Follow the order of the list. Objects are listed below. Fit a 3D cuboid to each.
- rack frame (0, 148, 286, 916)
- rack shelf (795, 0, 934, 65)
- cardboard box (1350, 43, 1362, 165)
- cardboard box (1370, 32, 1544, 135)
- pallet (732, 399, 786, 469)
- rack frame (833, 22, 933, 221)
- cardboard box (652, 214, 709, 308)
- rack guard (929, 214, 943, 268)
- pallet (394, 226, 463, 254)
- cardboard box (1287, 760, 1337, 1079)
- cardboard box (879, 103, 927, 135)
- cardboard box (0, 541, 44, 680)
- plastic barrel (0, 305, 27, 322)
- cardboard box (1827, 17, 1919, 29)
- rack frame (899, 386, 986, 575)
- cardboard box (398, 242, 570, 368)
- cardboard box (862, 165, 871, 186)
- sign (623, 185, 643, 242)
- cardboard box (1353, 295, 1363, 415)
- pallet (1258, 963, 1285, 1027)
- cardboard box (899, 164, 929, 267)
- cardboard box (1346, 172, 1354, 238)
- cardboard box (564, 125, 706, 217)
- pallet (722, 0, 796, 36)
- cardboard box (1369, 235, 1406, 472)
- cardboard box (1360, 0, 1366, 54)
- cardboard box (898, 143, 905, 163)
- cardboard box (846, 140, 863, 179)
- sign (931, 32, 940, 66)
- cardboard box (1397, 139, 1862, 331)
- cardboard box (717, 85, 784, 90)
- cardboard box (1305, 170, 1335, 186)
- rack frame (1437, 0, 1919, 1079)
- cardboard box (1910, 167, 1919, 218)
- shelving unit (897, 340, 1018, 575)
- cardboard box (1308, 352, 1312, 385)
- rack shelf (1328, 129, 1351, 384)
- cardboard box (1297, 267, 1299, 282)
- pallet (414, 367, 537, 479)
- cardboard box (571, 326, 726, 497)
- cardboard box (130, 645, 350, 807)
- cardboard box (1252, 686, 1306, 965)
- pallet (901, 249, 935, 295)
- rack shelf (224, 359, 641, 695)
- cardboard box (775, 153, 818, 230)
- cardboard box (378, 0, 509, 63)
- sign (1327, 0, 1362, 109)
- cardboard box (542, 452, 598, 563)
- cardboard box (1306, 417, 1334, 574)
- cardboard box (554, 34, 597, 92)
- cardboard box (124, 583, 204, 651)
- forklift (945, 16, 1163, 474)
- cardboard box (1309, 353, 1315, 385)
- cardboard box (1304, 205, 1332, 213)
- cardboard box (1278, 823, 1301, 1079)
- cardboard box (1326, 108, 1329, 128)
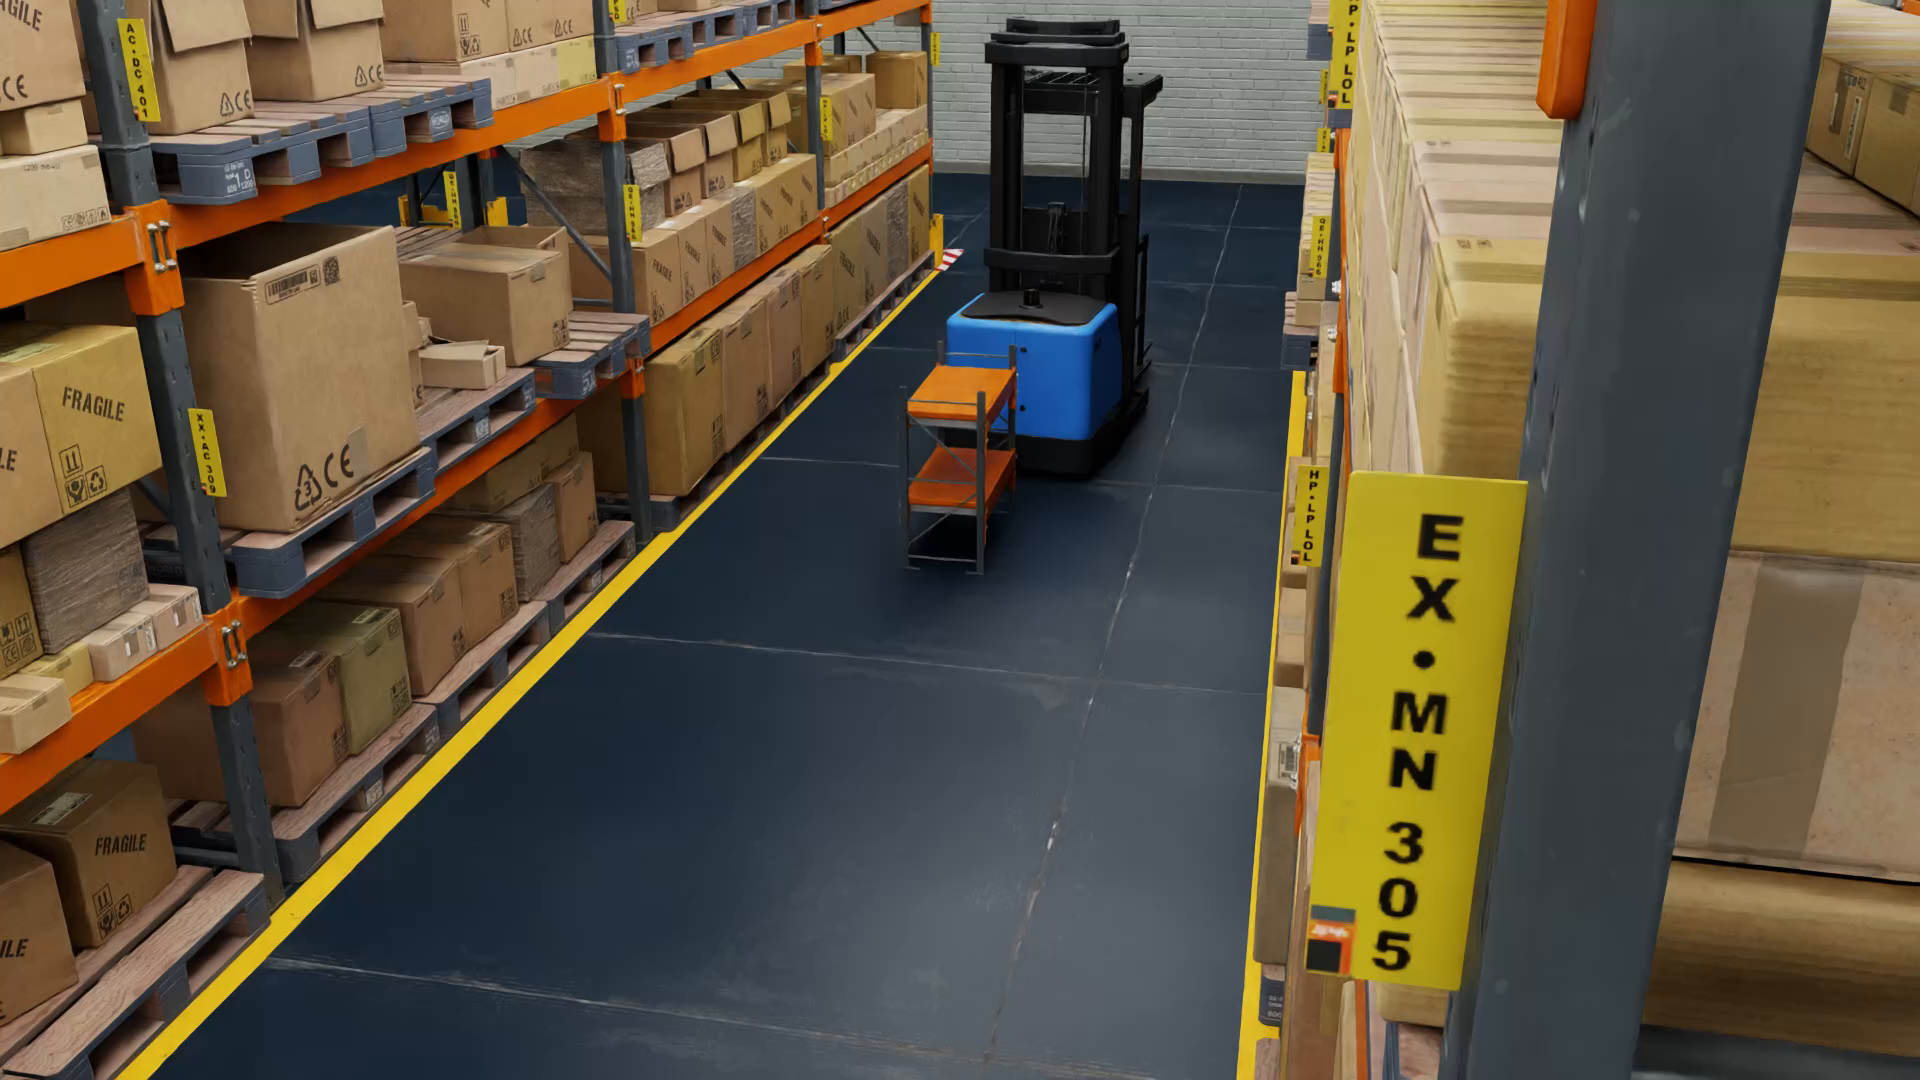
[{"bbox_3d":[-3.230,0.051,6.211,1.000,3.000,0.127,4,22,11],"label":"rack frame"},{"bbox_3d":[-1.190,-4.664,14.866,1.077,0.370,4.000,4,22,11],"label":"rack shelf"},{"bbox_3d":[1.231,-1.077,4.105,0.500,0.250,0.500,5,22,11],"label":"cardboard box"},{"bbox_3d":[0.887,-0.756,2.774,0.380,0.149,0.250,4,22,11],"label":"cardboard box"},{"bbox_3d":[-1.928,-0.846,12.171,1.003,0.211,1.213,4,22,11],"label":"pallet"},{"bbox_3d":[-0.782,-4.338,17.108,1.000,3.000,0.127,4,22,11],"label":"rack frame"},{"bbox_3d":[-1.946,-1.804,10.684,0.500,0.500,0.500,4,22,9],"label":"cardboard box"},{"bbox_3d":[-0.777,-3.187,17.597,1.175,0.500,0.348,4,22,11],"label":"rack guard"},{"bbox_3d":[-5.837,-3.123,17.825,1.003,0.211,1.213,4,22,11],"label":"pallet"},{"bbox_3d":[1.226,0.924,3.844,0.875,0.550,0.550,4,22,11],"label":"cardboard box"},{"bbox_3d":[-0.621,-4.208,16.591,0.500,0.250,0.500,4,22,10],"label":"cardboard box"},{"bbox_3d":[-3.519,0.207,5.293,0.875,0.500,0.500,4,22,11],"label":"cardboard box"},{"bbox_3d":[-6.949,-1.459,12.626,0.600,0.588,0.708,4,22,11],"label":"plastic barrel"},{"bbox_3d":[1.636,-0.891,3.109,0.380,0.149,0.250,5,22,11],"label":"cardboard box"},{"bbox_3d":[-0.102,-0.338,9.688,0.500,1.125,0.032,4,22,11],"label":"rack frame"},{"bbox_3d":[-2.501,-1.241,8.723,0.700,0.500,0.500,8,23,19],"label":"cardboard box"},{"bbox_3d":[-1.001,-3.223,14.678,0.380,0.149,0.250,4,22,10],"label":"cardboard box"},{"bbox_3d":[-1.881,-1.874,9.548,0.100,0.325,0.005,4,22,11],"label":"sign"},{"bbox_3d":[0.836,-0.292,2.689,0.380,0.149,0.250,5,22,12],"label":"cardboard box"},{"bbox_3d":[1.688,1.472,6.417,1.003,0.211,1.213,4,22,11],"label":"pallet"},{"bbox_3d":[-0.834,-3.307,16.831,0.875,0.875,0.875,4,22,11],"label":"cardboard box"},{"bbox_3d":[1.094,-0.757,3.842,0.380,0.149,0.250,4,22,11],"label":"cardboard box"},{"bbox_3d":[-2.113,-2.428,10.890,0.797,0.503,0.637,5,22,12],"label":"cardboard box"},{"bbox_3d":[-1.737,-3.838,12.110,0.805,0.209,1.217,4,22,9],"label":"pallet"},{"bbox_3d":[0.718,-0.155,1.815,0.500,0.250,0.500,5,22,11],"label":"cardboard box"},{"bbox_3d":[1.147,-1.219,3.923,0.380,0.149,0.250,4,22,10],"label":"cardboard box"},{"bbox_3d":[-0.739,-3.692,15.842,0.380,0.149,0.250,4,22,10],"label":"cardboard box"},{"bbox_3d":[-1.139,-3.276,14.276,0.500,0.250,0.500,4,22,11],"label":"cardboard box"},{"bbox_3d":[-0.253,-4.938,16.733,0.100,0.325,0.005,4,22,11],"label":"sign"},{"bbox_3d":[0.630,-0.291,1.618,0.380,0.149,0.250,5,22,12],"label":"cardboard box"},{"bbox_3d":[-1.766,-3.479,13.777,0.500,0.500,0.500,5,22,12],"label":"cardboard box"},{"bbox_3d":[2.547,-2.418,11.319,0.380,0.149,0.250,4,22,10],"label":"cardboard box"},{"bbox_3d":[0.785,-0.854,0.428,0.949,2.616,0.053,4,22,11],"label":"rack frame"},{"bbox_3d":[1.376,-0.426,1.955,0.380,0.149,0.250,4,22,10],"label":"cardboard box"},{"bbox_3d":[0.001,-0.524,10.150,0.538,1.125,1.048,4,22,11],"label":"shelving unit"},{"bbox_3d":[2.827,-1.245,12.213,0.500,0.500,0.500,5,23,13],"label":"cardboard box"},{"bbox_3d":[2.013,-1.323,6.571,1.077,0.370,4.000,4,22,11],"label":"rack shelf"},{"bbox_3d":[2.129,-1.526,9.504,0.380,0.149,0.250,5,23,13],"label":"cardboard box"},{"bbox_3d":[-2.778,-0.596,8.074,1.003,0.211,1.213,4,22,11],"label":"pallet"},{"bbox_3d":[-2.253,-0.872,10.785,1.225,0.875,0.875,3,22,8],"label":"cardboard box"},{"bbox_3d":[-3.084,0.784,7.150,0.700,0.500,0.500,3,22,7],"label":"cardboard box"},{"bbox_3d":[1.643,1.081,6.103,1.050,0.750,0.750,4,22,11],"label":"cardboard box"},{"bbox_3d":[-0.868,-2.746,16.889,1.003,0.211,1.213,4,22,11],"label":"pallet"},{"bbox_3d":[-2.822,-0.347,8.162,1.077,0.370,4.000,4,22,11],"label":"rack shelf"},{"bbox_3d":[-1.426,-2.729,12.981,0.500,0.500,0.500,5,22,11],"label":"cardboard box"},{"bbox_3d":[-2.477,-2.520,7.776,0.500,0.500,0.500,5,22,12],"label":"cardboard box"},{"bbox_3d":[1.072,-1.349,4.559,0.100,0.325,0.005,4,22,11],"label":"sign"},{"bbox_3d":[-2.531,-0.210,9.616,0.700,0.500,0.500,3,22,8],"label":"cardboard box"},{"bbox_3d":[1.656,-0.161,6.604,0.500,0.500,0.500,5,22,11],"label":"cardboard box"},{"bbox_3d":[-2.271,-2.541,8.833,0.500,0.250,0.500,5,22,11],"label":"cardboard box"},{"bbox_3d":[-2.986,0.269,6.008,0.380,0.149,0.250,4,22,11],"label":"cardboard box"},{"bbox_3d":[0.826,-2.328,12.210,1.130,2.935,3.031,7,23,16],"label":"forklift"},{"bbox_3d":[2.613,-1.212,11.127,0.500,0.250,0.500,5,23,13],"label":"cardboard box"},{"bbox_3d":[2.285,-1.938,10.129,0.380,0.149,0.250,4,22,11],"label":"cardboard box"},{"bbox_3d":[1.408,1.482,4.942,0.875,0.875,0.875,5,22,12],"label":"cardboard box"},{"bbox_3d":[3.068,-3.300,12.663,0.500,0.500,0.500,4,22,9],"label":"cardboard box"}]
